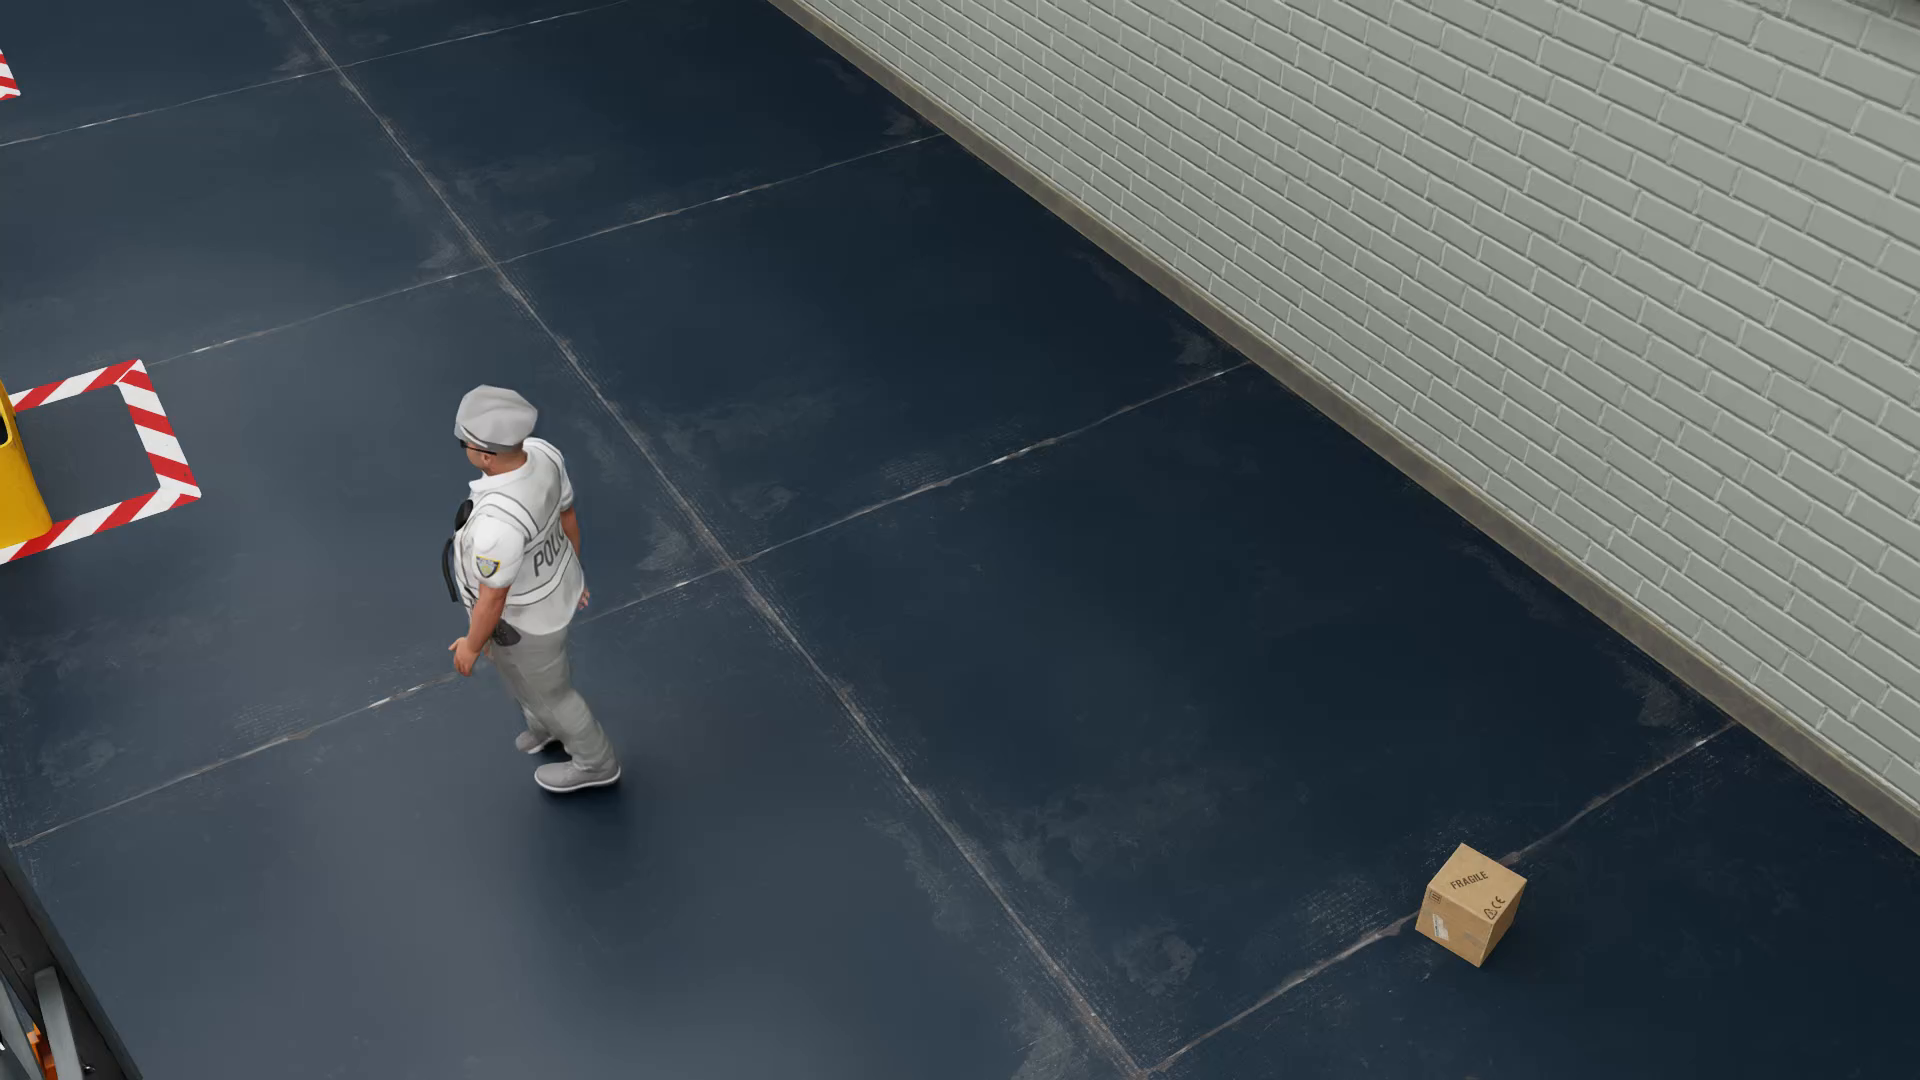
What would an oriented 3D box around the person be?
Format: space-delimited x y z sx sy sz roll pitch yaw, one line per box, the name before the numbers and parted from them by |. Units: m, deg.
person | -1.553 0.246 5.872 0.510 1.843 0.548 3 41 4
